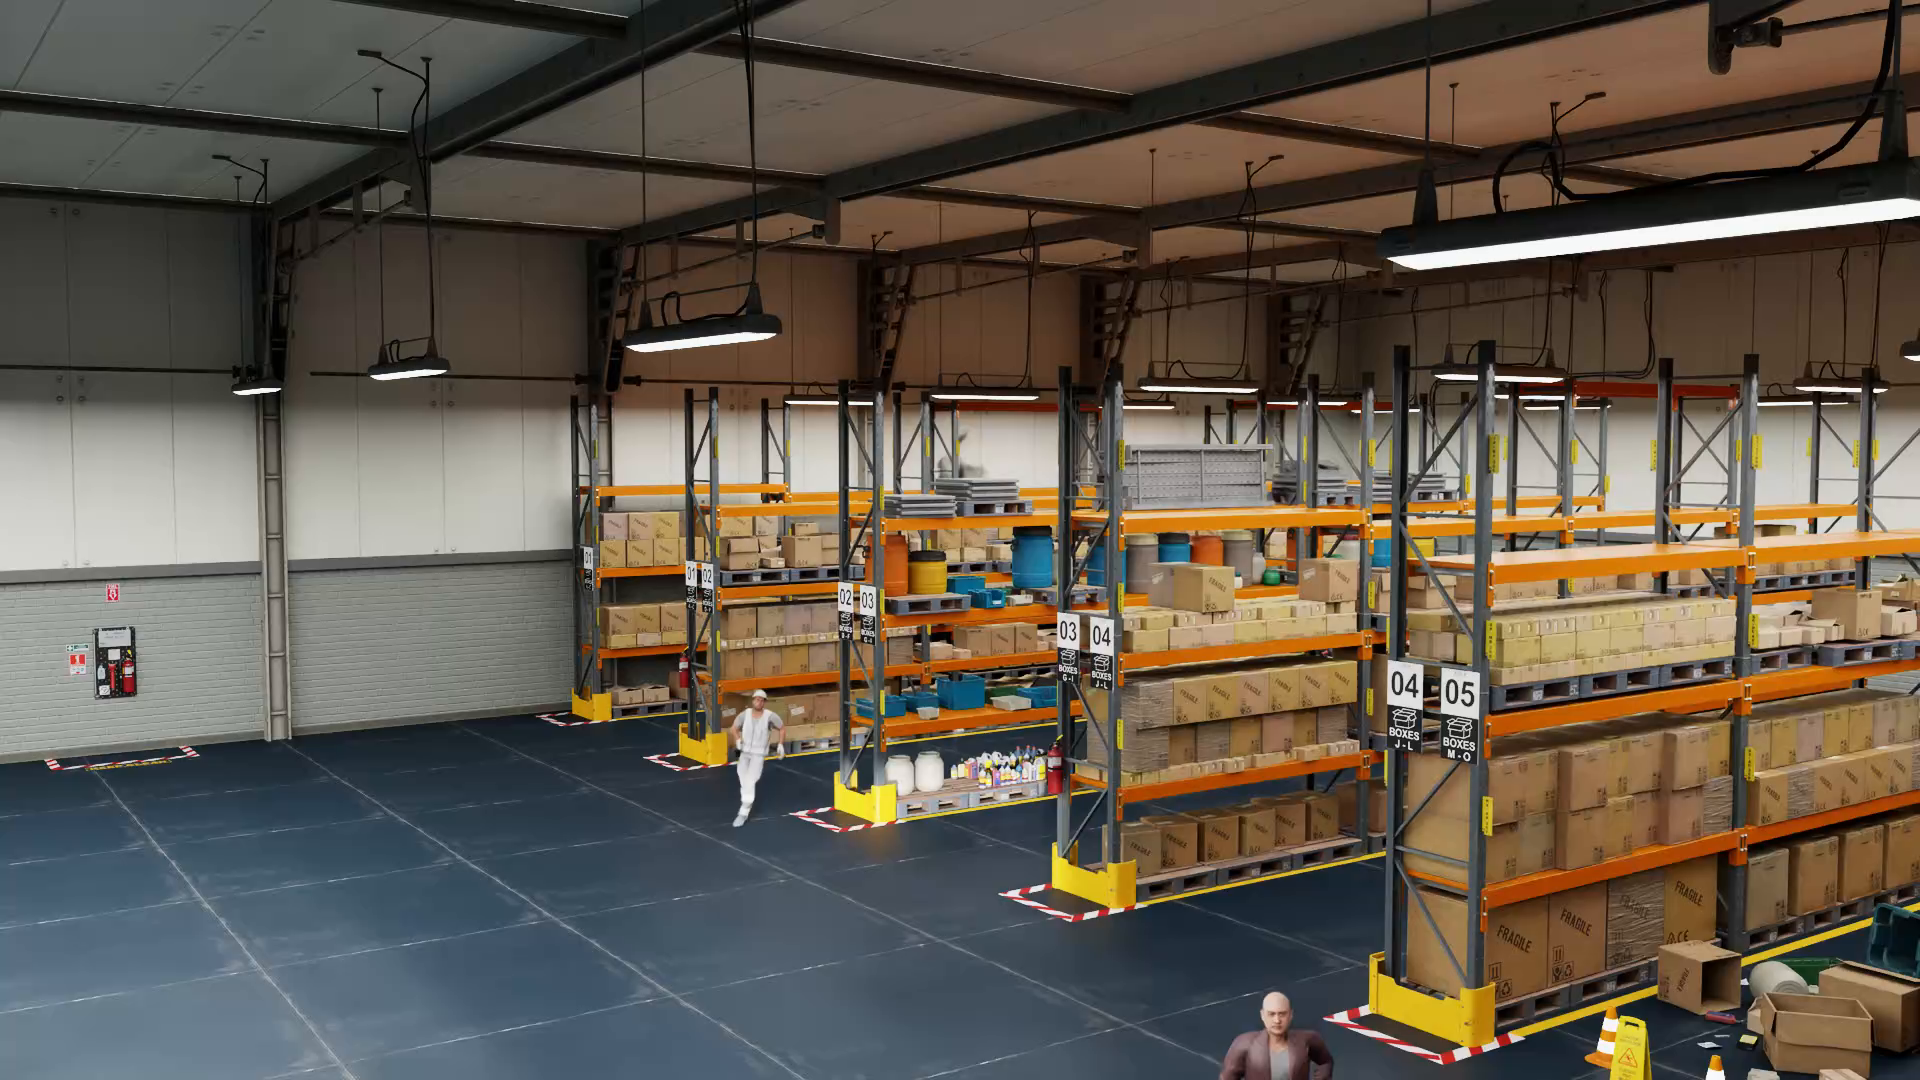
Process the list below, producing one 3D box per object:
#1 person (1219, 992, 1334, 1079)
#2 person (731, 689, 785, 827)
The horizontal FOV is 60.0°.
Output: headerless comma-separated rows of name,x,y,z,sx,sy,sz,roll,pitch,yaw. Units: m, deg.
person,1.933,3.650,10.171,0.707,1.798,1.049,1,3,9
person,-2.768,2.907,22.442,0.732,1.779,0.863,1,4,13
